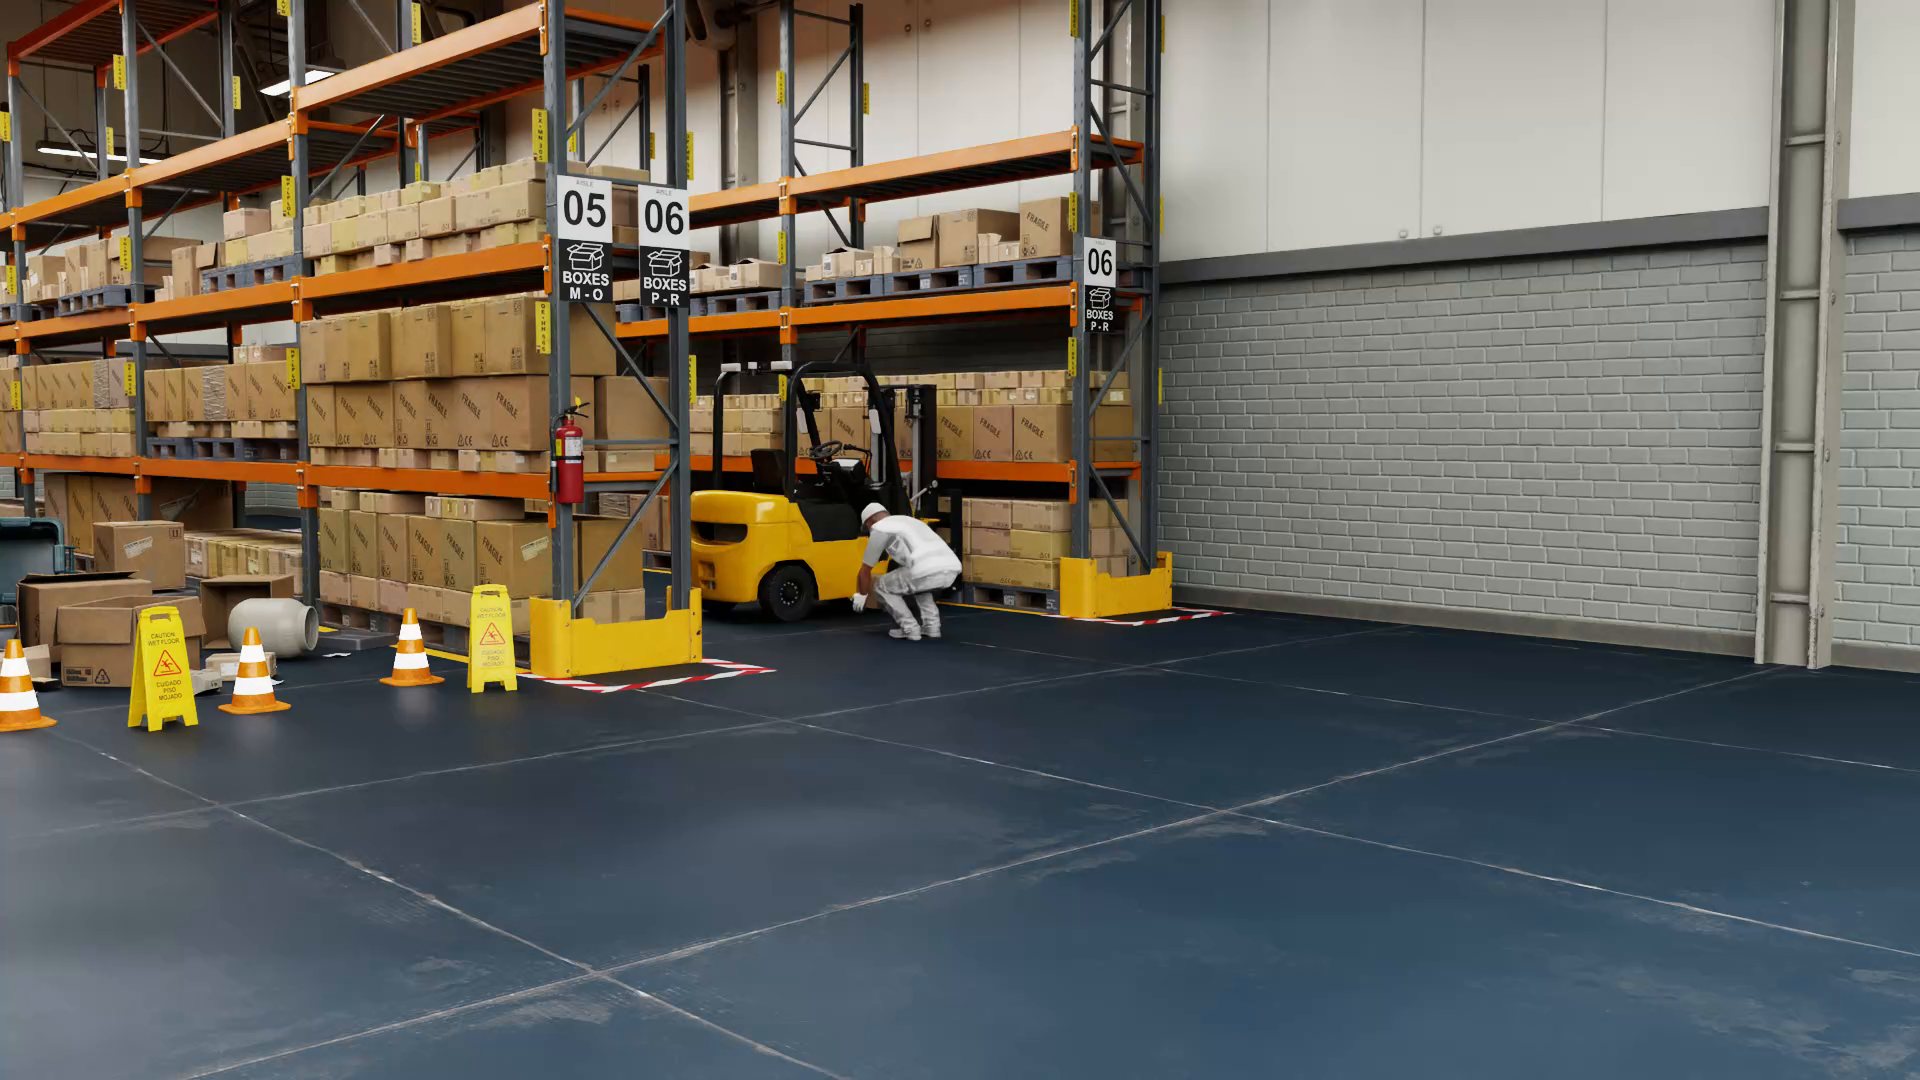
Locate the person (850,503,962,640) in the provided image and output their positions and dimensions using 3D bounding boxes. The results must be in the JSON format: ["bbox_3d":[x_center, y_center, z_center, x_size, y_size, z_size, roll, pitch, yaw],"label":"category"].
[{"bbox_3d":[-0.426,0.235,12.761,0.571,1.026,0.901,-4,5,-44],"label":"person"}]
